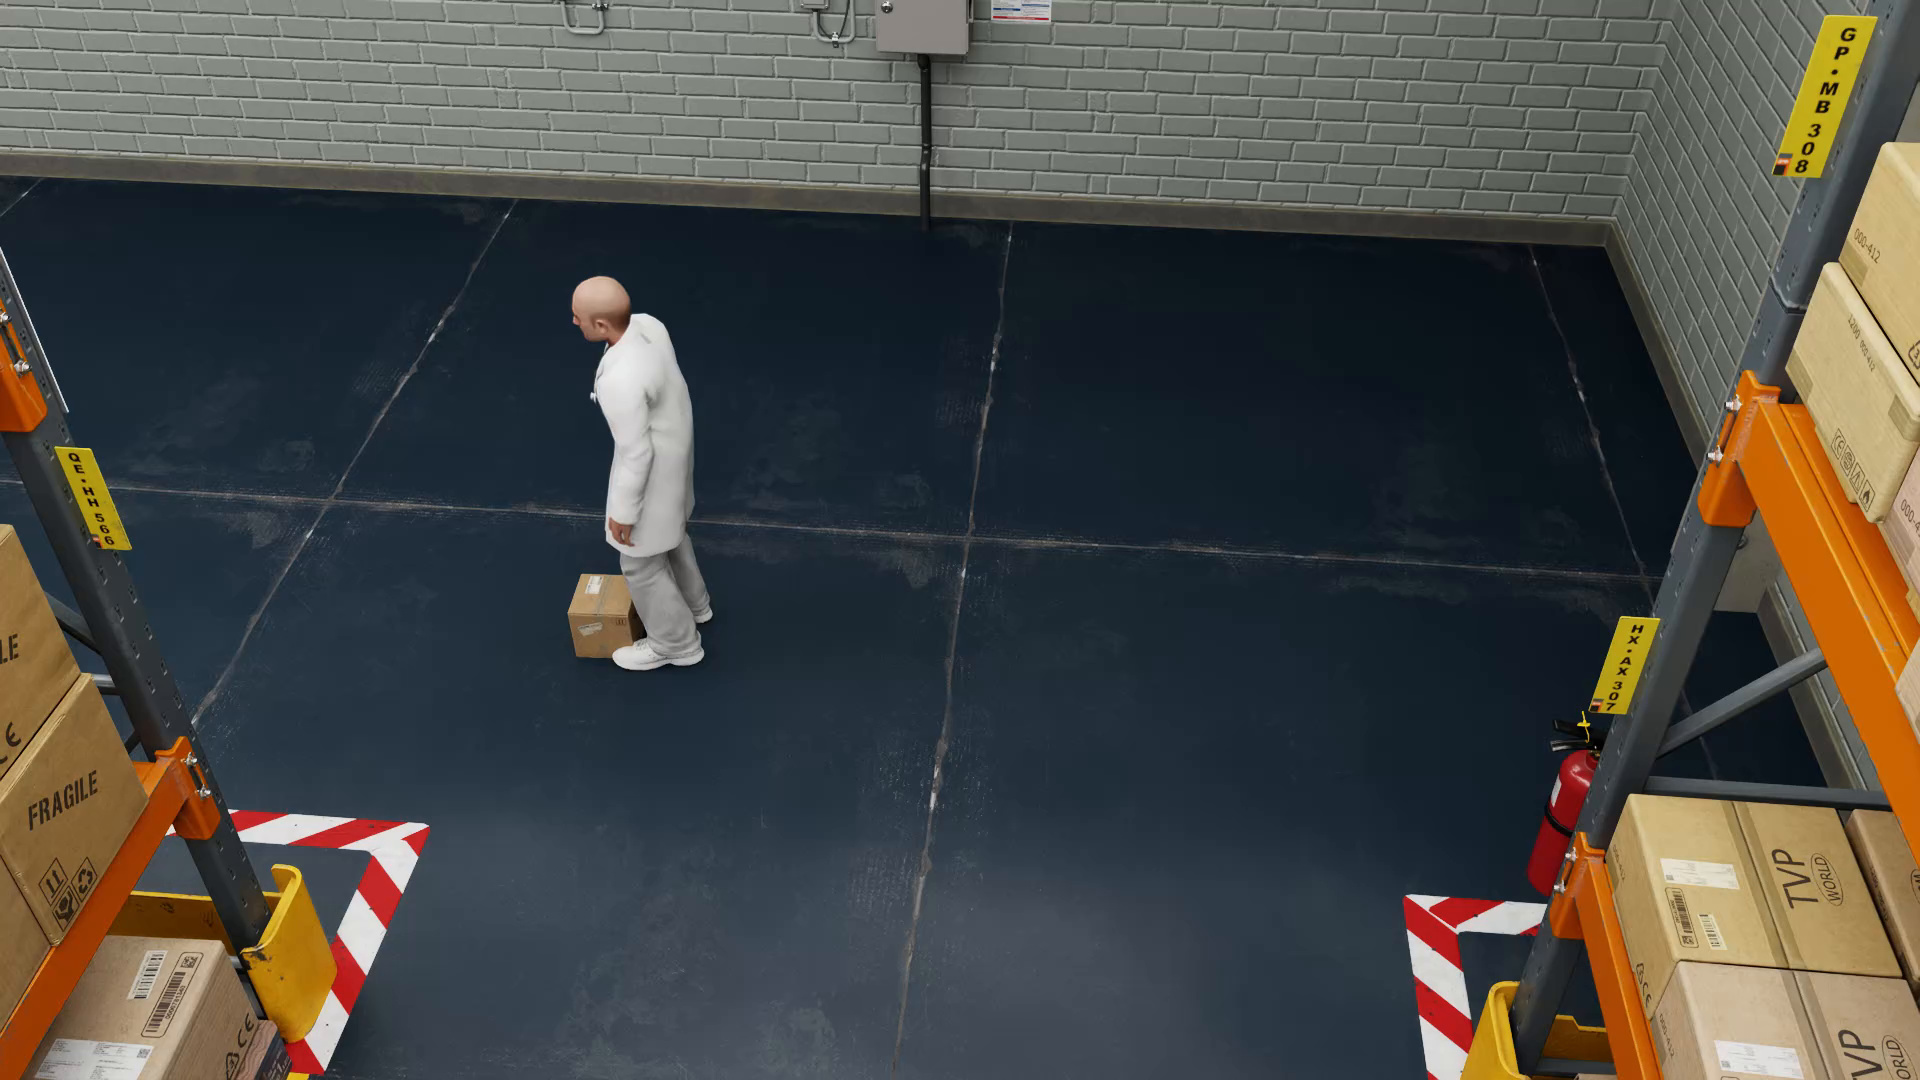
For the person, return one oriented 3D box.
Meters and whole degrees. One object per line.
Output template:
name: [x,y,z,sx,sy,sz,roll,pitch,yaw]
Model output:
person: [-1.228,-0.251,6.471,0.416,1.774,0.656,2,40,2]
